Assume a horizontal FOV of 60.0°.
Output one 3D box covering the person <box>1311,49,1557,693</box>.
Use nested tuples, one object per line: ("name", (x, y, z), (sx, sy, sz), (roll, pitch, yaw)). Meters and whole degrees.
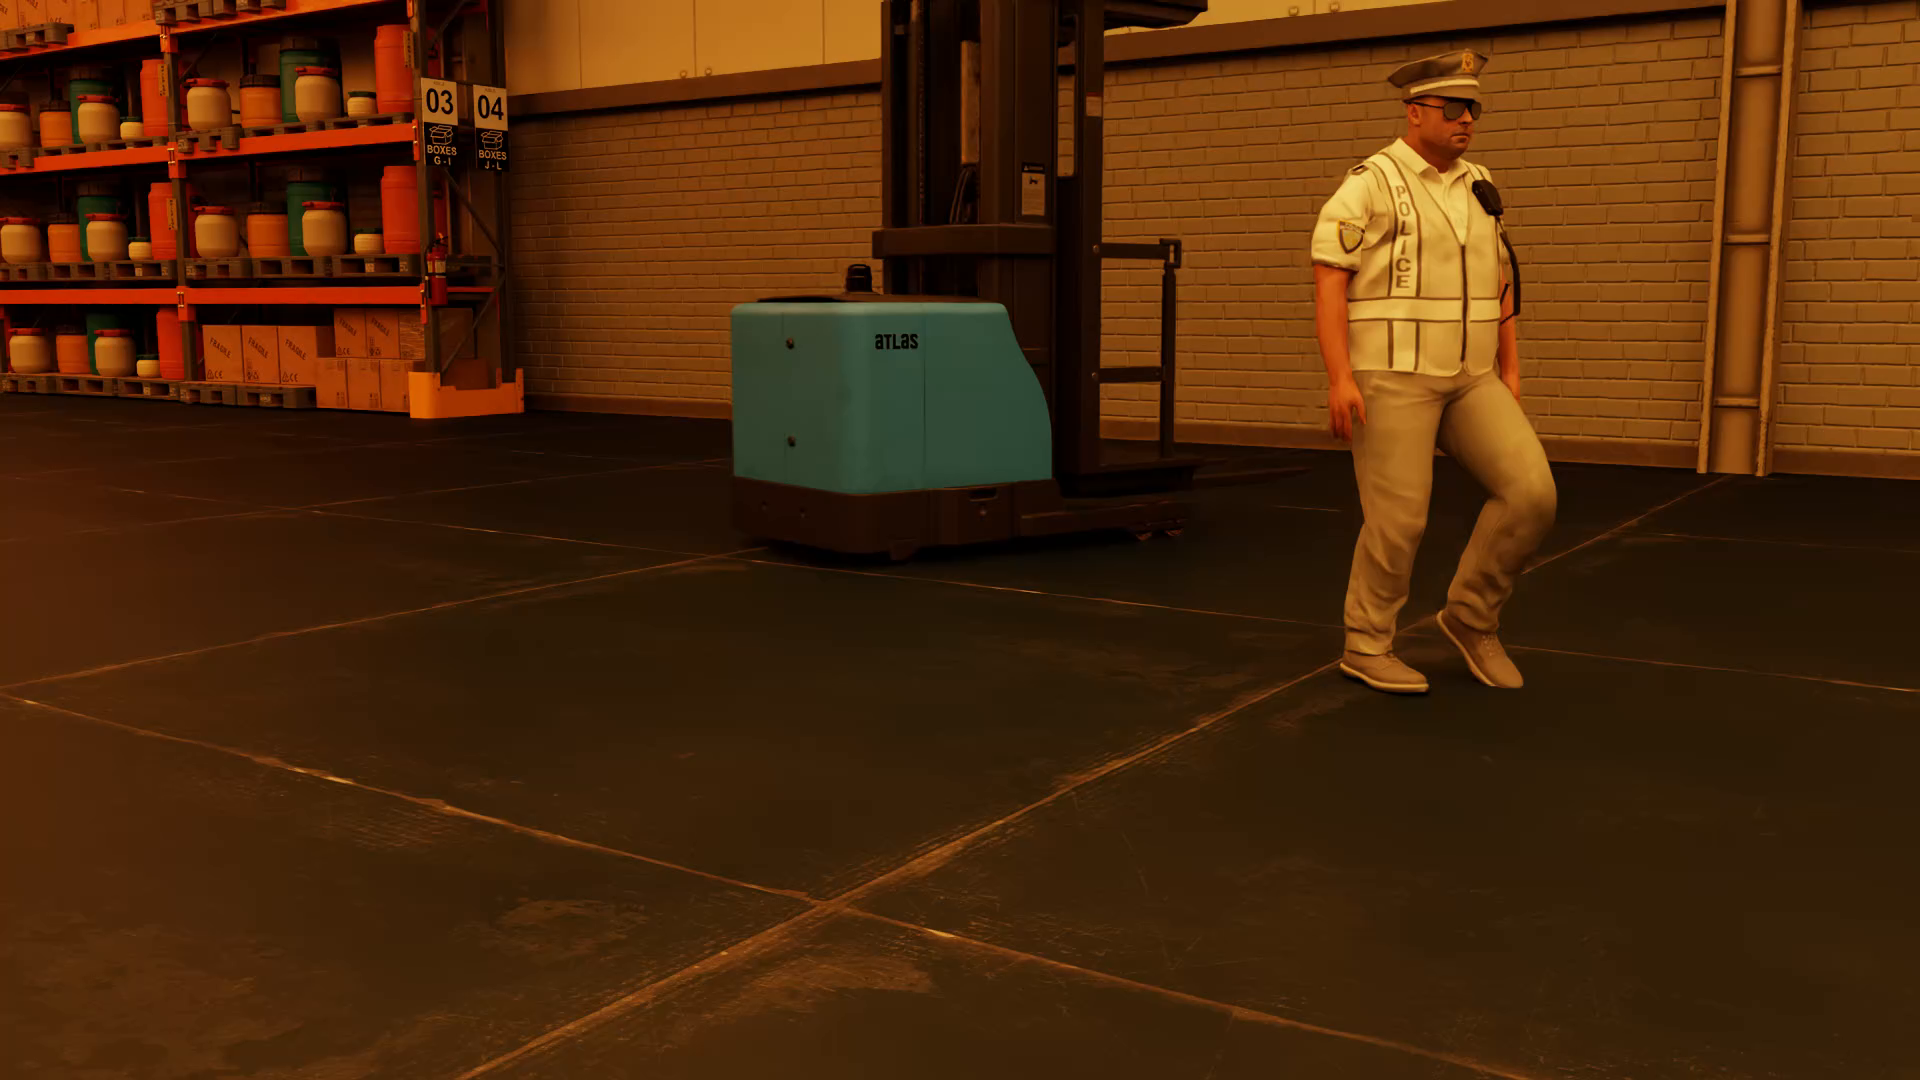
("person", (1.312, -0.427, 4.573), (0.650, 1.771, 0.496), (-4, 9, -23))

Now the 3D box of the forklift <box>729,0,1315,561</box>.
("forklift", (0.446, -1.507, 7.791), (3.031, 2.935, 1.130), (-6, 10, -37))
